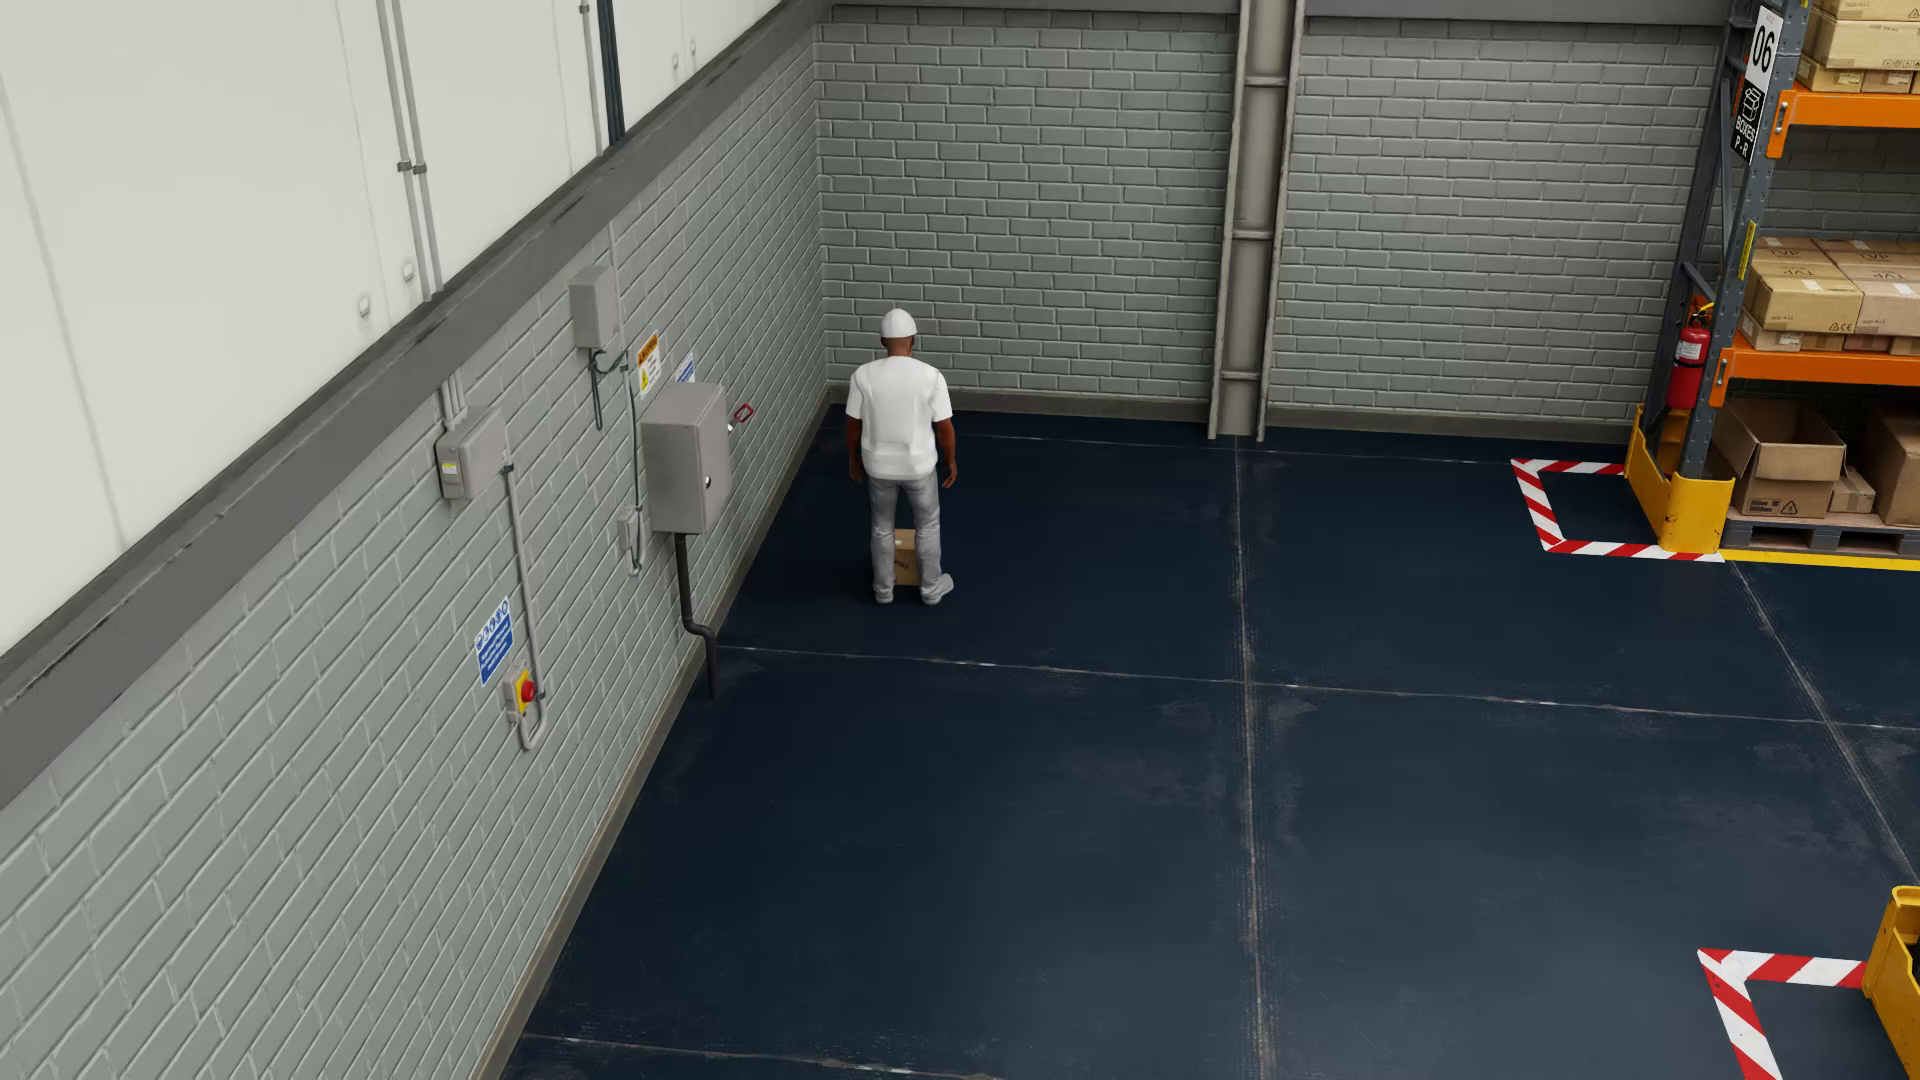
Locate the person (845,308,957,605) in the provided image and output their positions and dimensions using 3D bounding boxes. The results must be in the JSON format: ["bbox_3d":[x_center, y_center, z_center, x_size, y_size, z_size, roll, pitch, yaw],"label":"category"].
[{"bbox_3d":[-0.330,-0.455,9.451,0.627,1.761,0.459,3,28,6],"label":"person"}]
